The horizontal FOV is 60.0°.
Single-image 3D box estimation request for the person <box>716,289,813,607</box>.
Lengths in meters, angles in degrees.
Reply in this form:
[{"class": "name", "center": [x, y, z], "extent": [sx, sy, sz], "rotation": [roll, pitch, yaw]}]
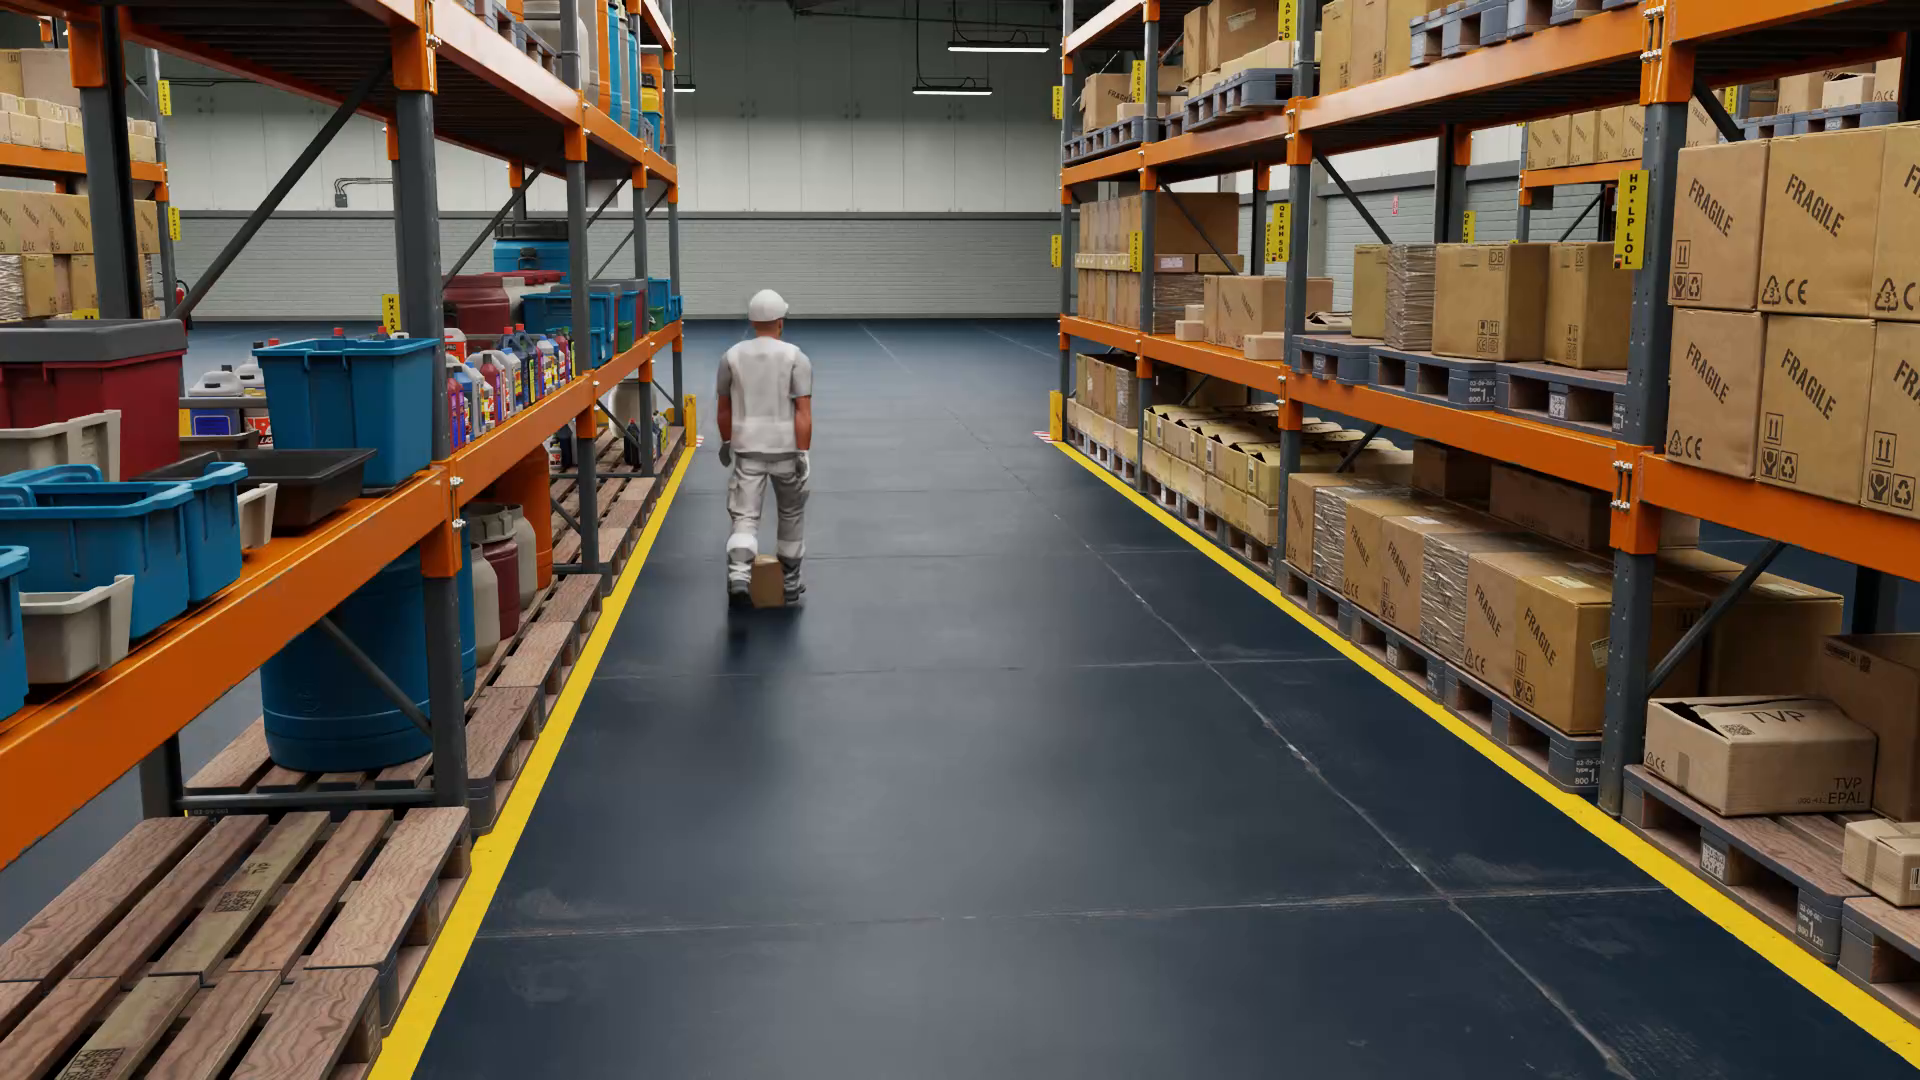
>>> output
[{"class": "person", "center": [-1.071, -0.480, 9.049], "extent": [0.567, 1.750, 1.010], "rotation": [0, 10, 2]}]
